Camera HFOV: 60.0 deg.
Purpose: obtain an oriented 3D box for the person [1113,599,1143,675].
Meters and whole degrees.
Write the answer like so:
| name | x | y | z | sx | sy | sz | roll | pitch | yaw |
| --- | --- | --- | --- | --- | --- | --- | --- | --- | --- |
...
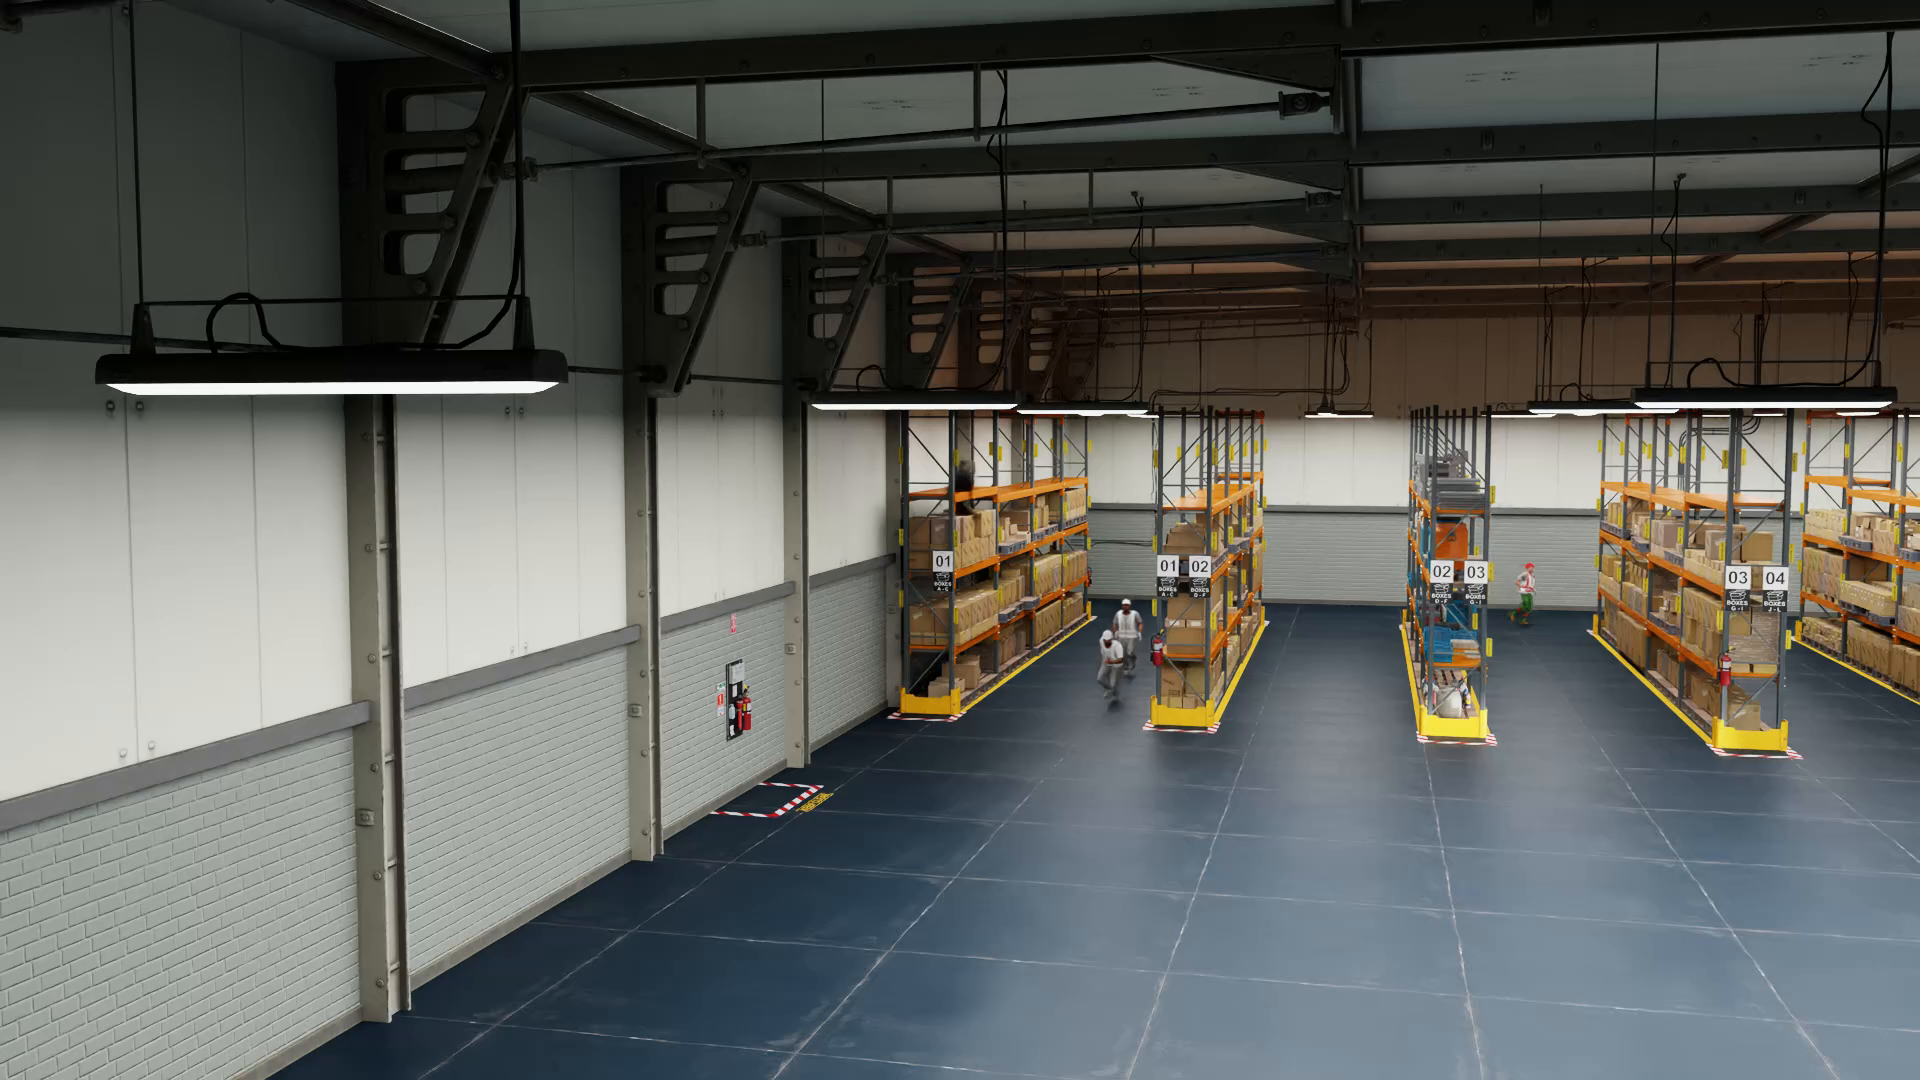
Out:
| name | x | y | z | sx | sy | sz | roll | pitch | yaw |
| --- | --- | --- | --- | --- | --- | --- | --- | --- | --- |
| person | 3.755 | 2.182 | 37.370 | 0.673 | 1.724 | 0.635 | 1 | 4 | 15 |

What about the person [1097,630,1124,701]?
| name | x | y | z | sx | sy | sz | roll | pitch | yaw |
| --- | --- | --- | --- | --- | --- | --- | --- | --- | --- |
| person | 3.036 | 2.538 | 33.551 | 0.732 | 1.526 | 0.991 | 3 | 5 | 35 |

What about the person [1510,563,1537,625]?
| name | x | y | z | sx | sy | sz | roll | pitch | yaw |
| --- | --- | --- | --- | --- | --- | --- | --- | --- | --- |
| person | 15.909 | 1.510 | 46.831 | 0.742 | 1.740 | 0.581 | -4 | 5 | -41 |
